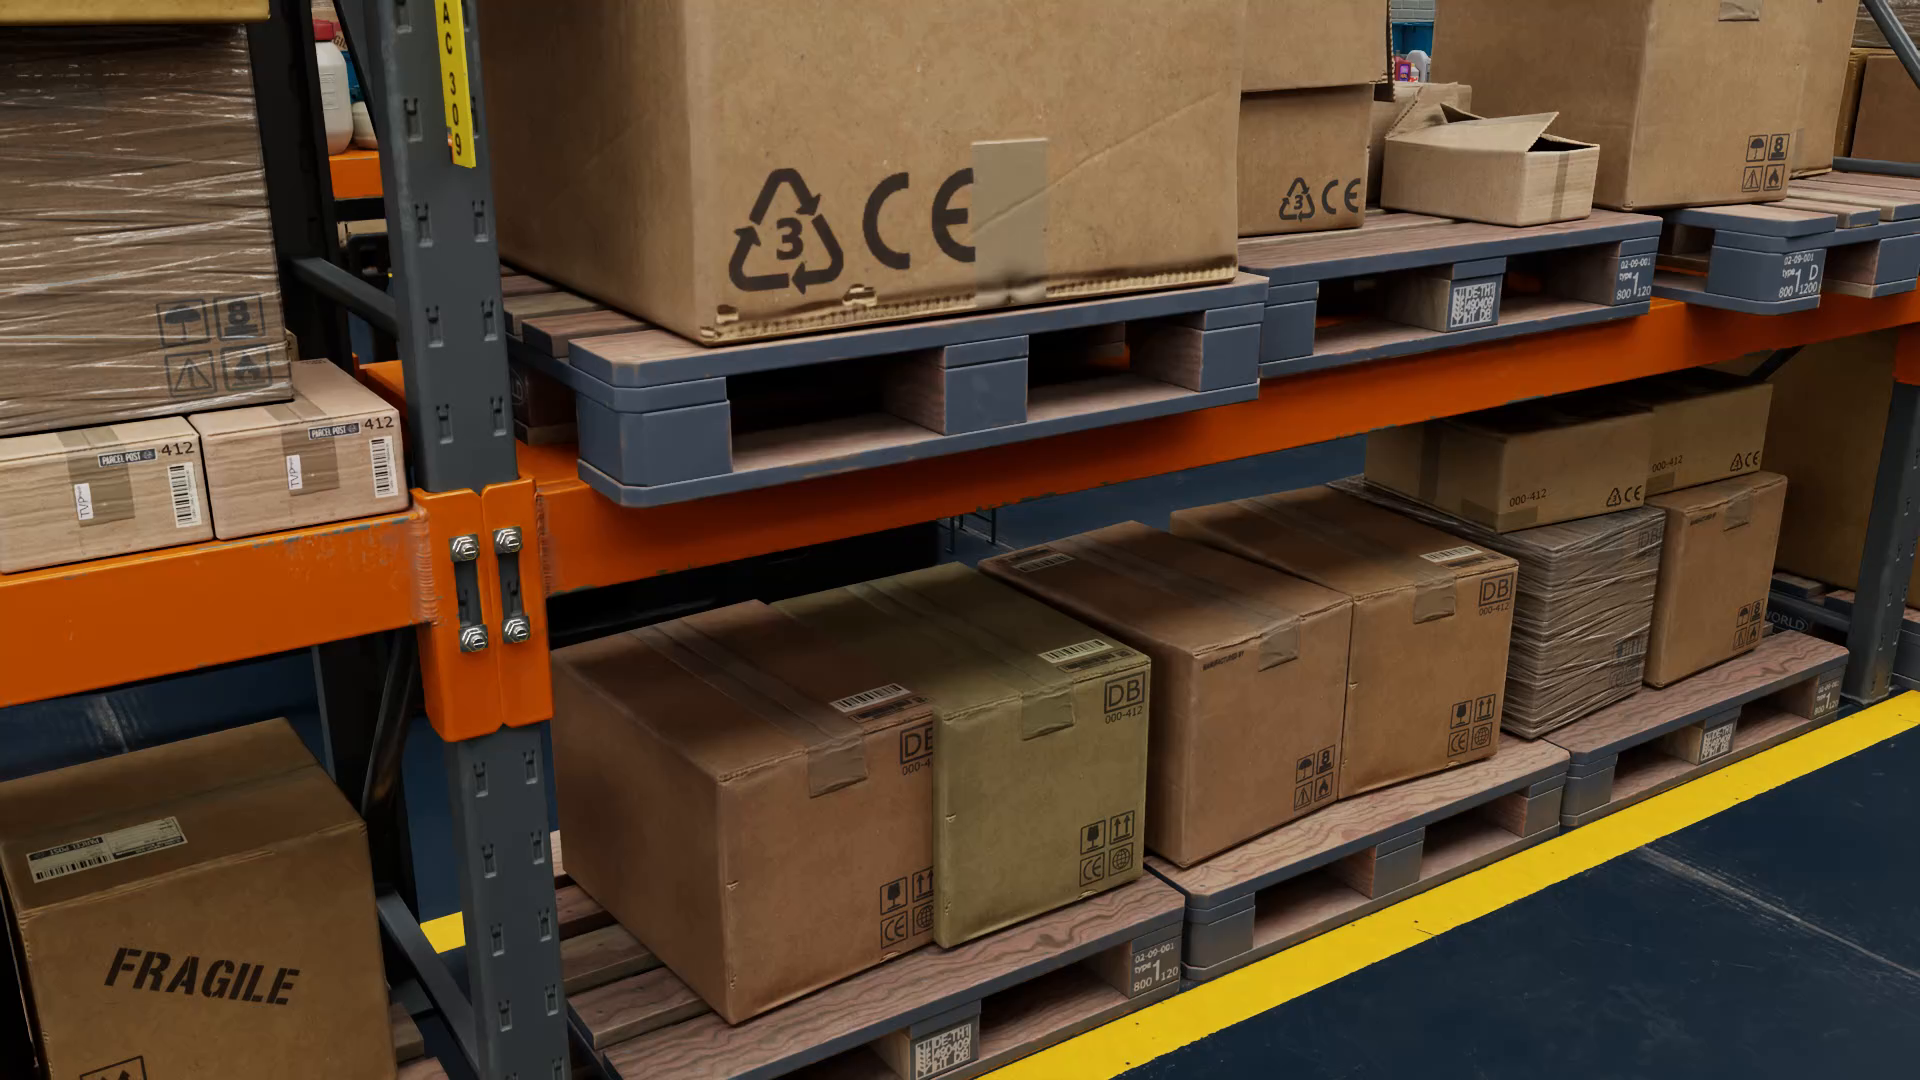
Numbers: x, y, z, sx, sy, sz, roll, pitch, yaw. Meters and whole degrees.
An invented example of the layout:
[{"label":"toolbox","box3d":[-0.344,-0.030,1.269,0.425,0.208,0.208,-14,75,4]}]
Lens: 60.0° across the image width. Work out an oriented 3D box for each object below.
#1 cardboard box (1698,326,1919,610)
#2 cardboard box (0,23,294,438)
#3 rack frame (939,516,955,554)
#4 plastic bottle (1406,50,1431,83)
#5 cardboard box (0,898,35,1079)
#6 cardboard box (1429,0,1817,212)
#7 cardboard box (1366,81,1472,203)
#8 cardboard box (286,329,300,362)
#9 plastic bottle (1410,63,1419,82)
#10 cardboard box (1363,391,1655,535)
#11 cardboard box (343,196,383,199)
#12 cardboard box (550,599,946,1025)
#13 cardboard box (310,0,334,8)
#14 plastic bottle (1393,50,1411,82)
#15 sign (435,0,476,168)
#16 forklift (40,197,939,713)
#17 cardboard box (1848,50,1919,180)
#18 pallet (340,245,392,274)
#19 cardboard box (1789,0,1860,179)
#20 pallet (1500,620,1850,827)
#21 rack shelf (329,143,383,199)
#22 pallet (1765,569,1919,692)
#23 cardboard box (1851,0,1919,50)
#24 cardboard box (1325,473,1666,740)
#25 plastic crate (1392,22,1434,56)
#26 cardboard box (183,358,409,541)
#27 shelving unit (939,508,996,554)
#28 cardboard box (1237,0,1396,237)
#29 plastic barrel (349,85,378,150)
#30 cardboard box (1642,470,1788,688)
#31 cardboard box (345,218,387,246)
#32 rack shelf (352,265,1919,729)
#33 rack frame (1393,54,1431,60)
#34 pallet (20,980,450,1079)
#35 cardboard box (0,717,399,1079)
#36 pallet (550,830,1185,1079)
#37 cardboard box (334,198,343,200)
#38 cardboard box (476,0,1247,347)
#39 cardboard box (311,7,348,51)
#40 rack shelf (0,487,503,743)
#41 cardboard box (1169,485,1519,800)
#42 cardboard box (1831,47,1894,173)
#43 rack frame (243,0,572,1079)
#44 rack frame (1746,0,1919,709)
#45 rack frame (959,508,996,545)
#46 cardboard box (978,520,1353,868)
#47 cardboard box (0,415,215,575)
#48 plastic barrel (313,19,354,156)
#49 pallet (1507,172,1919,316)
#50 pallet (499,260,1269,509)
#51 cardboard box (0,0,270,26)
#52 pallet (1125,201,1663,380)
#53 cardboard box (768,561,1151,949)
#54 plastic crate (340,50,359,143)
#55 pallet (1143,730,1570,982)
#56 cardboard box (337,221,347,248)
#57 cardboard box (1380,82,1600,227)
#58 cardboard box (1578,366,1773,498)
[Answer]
[{"label":"cardboard box","box3d":[2.978,-0.387,5.368,0.875,0.875,1.225,-13,23,-34]},{"label":"cardboard box","box3d":[-1.360,-0.500,2.418,0.500,0.500,0.875,-12,22,-31]},{"label":"rack frame","box3d":[-0.089,-0.550,5.997,0.006,1.200,0.240,-12,22,-31]},{"label":"plastic bottle","box3d":[2.856,-2.893,10.313,0.135,0.276,0.152,-12,22,-31]},{"label":"cardboard box","box3d":[-1.781,0.774,2.519,0.500,0.500,0.500,-5,19,-14]},{"label":"cardboard box","box3d":[1.550,-1.094,3.985,0.500,0.500,0.700,-8,20,-23]},{"label":"cardboard box","box3d":[0.864,-0.973,4.017,0.500,0.250,0.500,-13,22,-33]},{"label":"cardboard box","box3d":[-1.295,-0.298,2.834,0.250,0.149,0.380,-12,22,-31]},{"label":"plastic bottle","box3d":[2.774,-2.830,10.243,0.097,0.201,0.097,0,19,0]},{"label":"cardboard box","box3d":[1.410,-0.236,4.304,0.500,0.250,0.500,-9,21,-25]},{"label":"cardboard box","box3d":[-4.210,-2.551,11.870,0.500,0.311,0.500,-12,22,-32]},{"label":"cardboard box","box3d":[-0.426,0.499,3.300,0.500,0.500,0.700,-14,23,-36]},{"label":"cardboard box","box3d":[-6.169,-5.224,16.169,0.500,0.500,0.700,-15,24,-38]},{"label":"plastic bottle","box3d":[2.688,-2.844,10.155,0.133,0.283,0.061,-12,22,-31]},{"label":"sign","box3d":[-0.646,-0.640,2.104,0.005,0.325,0.100,-12,22,-31]},{"label":"forklift","box3d":[-1.591,-1.085,4.877,3.031,2.935,1.130,-11,22,-30]},{"label":"cardboard box","box3d":[2.946,-1.139,4.774,0.500,0.500,0.500,-11,22,-30]},{"label":"pallet","box3d":[-4.782,-2.060,12.008,1.213,0.211,1.003,-12,22,-31]},{"label":"cardboard box","box3d":[1.961,-1.219,4.355,0.500,0.500,0.500,-15,24,-38]},{"label":"pallet","box3d":[1.737,0.380,4.792,1.213,0.211,1.003,-12,22,-31]},{"label":"rack shelf","box3d":[-2.004,-1.710,7.743,4.000,0.370,1.077,-12,22,-31]},{"label":"pallet","box3d":[3.090,0.124,5.549,1.213,0.211,1.003,-12,22,-31]},{"label":"cardboard box","box3d":[3.010,-1.726,4.943,0.637,0.503,0.797,-11,22,-30]},{"label":"cardboard box","box3d":[1.386,0.122,4.417,0.500,0.500,0.700,-14,23,-36]},{"label":"plastic crate","box3d":[3.209,-3.302,11.260,0.575,0.384,0.392,-12,22,-31]},{"label":"cardboard box","box3d":[-0.968,-0.139,2.363,0.250,0.149,0.380,-12,22,-31]},{"label":"shelving unit","box3d":[-0.012,-0.566,6.045,0.189,1.200,0.258,-12,22,-31]},{"label":"cardboard box","box3d":[0.447,-0.952,3.560,0.637,0.503,0.797,-9,21,-26]},{"label":"plastic barrel","box3d":[-2.485,-1.825,7.177,0.301,0.262,0.301,0,19,0]},{"label":"cardboard box","box3d":[1.842,0.021,4.717,0.500,0.500,0.700,-13,23,-34]},{"label":"cardboard box","box3d":[-4.210,-2.288,11.966,0.500,0.250,0.500,-11,22,-30]},{"label":"rack shelf","box3d":[0.720,-0.385,3.825,4.000,0.370,1.077,-12,22,-31]},{"label":"rack frame","box3d":[3.007,-3.108,10.754,0.127,3.000,1.000,-12,22,-31]},{"label":"pallet","box3d":[-1.492,1.075,2.736,1.213,0.211,1.003,-12,22,-31]},{"label":"cardboard box","box3d":[-1.306,0.671,2.824,0.500,0.500,0.500,-13,22,-33]},{"label":"pallet","box3d":[-0.301,0.809,3.521,1.213,0.211,1.003,-12,22,-31]},{"label":"cardboard box","box3d":[-4.630,-2.464,11.611,0.500,0.311,0.500,-11,22,-30]},{"label":"cardboard box","box3d":[-0.210,-0.960,2.807,1.000,1.000,1.000,-12,22,-31]},{"label":"cardboard box","box3d":[-4.447,-3.476,11.688,0.500,0.500,0.500,-13,23,-34]},{"label":"rack shelf","box3d":[-2.621,0.319,1.741,4.000,0.370,1.077,-12,22,-31]},{"label":"cardboard box","box3d":[0.916,0.223,4.117,0.500,0.500,0.700,-10,21,-27]},{"label":"cardboard box","box3d":[2.666,-1.279,5.189,0.500,0.500,0.500,-11,22,-30]},{"label":"rack frame","box3d":[-0.950,-0.374,2.668,0.127,3.000,1.000,-12,22,-31]},{"label":"rack frame","box3d":[2.390,-1.079,4.752,0.127,3.000,1.000,-12,22,-31]},{"label":"rack frame","box3d":[0.064,-0.582,6.093,0.006,1.200,0.240,-12,22,-31]},{"label":"cardboard box","box3d":[0.450,0.322,3.826,0.500,0.500,0.700,-14,23,-36]},{"label":"cardboard box","box3d":[-1.182,-0.097,2.240,0.250,0.149,0.380,-12,22,-31]},{"label":"plastic barrel","box3d":[-2.755,-1.873,6.889,0.433,0.535,0.433,0,19,0]},{"label":"pallet","box3d":[1.854,-0.834,4.327,1.003,0.211,1.213,-12,22,-31]},{"label":"pallet","box3d":[-0.232,-0.379,2.981,1.213,0.211,1.003,-12,22,-31]},{"label":"cardboard box","box3d":[-1.175,-0.883,1.992,0.500,0.500,0.500,-12,22,-31]},{"label":"pallet","box3d":[0.760,-0.628,3.719,1.213,0.211,1.003,-12,22,-31]},{"label":"cardboard box","box3d":[-0.017,0.420,3.534,0.500,0.500,0.700,-12,22,-32]},{"label":"plastic crate","box3d":[-2.924,-1.969,7.410,0.575,0.384,0.392,-12,22,-31]},{"label":"pallet","box3d":[0.719,0.593,4.160,1.213,0.211,1.003,-12,22,-31]},{"label":"cardboard box","box3d":[-4.638,-2.197,11.696,0.500,0.250,0.500,-11,22,-30]},{"label":"cardboard box","box3d":[1.146,-0.848,3.623,0.258,0.266,0.396,-13,22,-33]},{"label":"cardboard box","box3d":[1.847,-0.332,4.589,0.500,0.250,0.500,-11,22,-29]}]
